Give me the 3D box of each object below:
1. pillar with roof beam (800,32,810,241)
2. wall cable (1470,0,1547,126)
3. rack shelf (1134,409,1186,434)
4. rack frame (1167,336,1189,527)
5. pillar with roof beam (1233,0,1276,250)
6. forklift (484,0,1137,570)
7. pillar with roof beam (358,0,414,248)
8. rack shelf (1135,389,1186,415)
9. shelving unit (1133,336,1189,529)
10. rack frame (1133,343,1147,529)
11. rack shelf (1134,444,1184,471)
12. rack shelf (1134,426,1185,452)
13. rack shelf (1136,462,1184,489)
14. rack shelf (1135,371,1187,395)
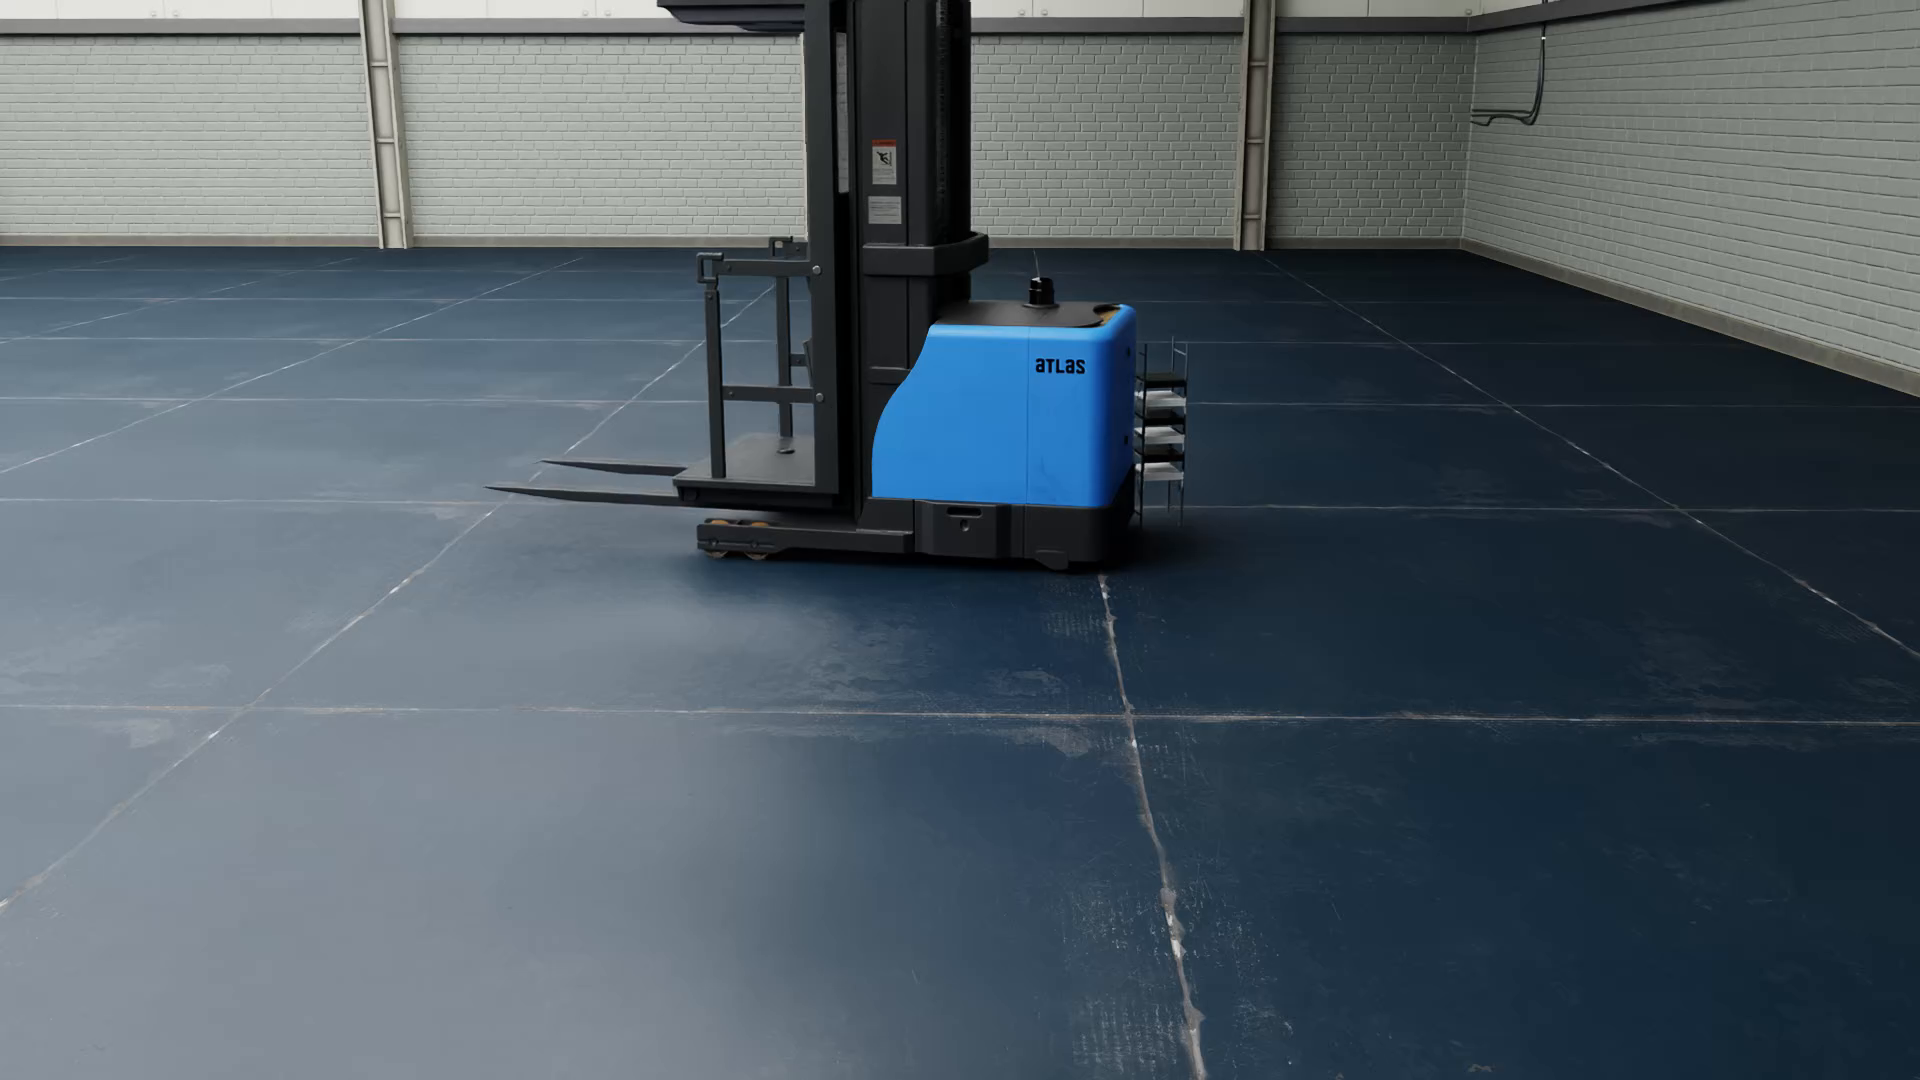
[{"bbox_3d":[-2.074,-7.352,18.067,0.400,9.000,9.100,0,15,1],"label":"pillar with roof beam"},{"bbox_3d":[6.945,-6.553,21.125,0.112,2.526,3.097,0,15,1],"label":"wall cable"},{"bbox_3d":[0.956,-0.578,8.045,0.200,0.077,0.258,-3,15,-10],"label":"rack shelf"},{"bbox_3d":[1.057,-0.528,8.076,0.006,0.900,0.240,-3,15,-10],"label":"rack frame"},{"bbox_3d":[3.924,-7.313,17.918,0.400,9.000,9.100,0,15,1],"label":"pillar with roof beam"},{"bbox_3d":[-0.723,-1.458,7.622,3.031,2.935,1.130,3,15,12],"label":"forklift"},{"bbox_3d":[-8.073,-7.391,18.215,0.400,9.000,9.100,0,15,1],"label":"pillar with roof beam"},{"bbox_3d":[0.956,-0.665,8.022,0.200,0.077,0.258,-3,15,-10],"label":"rack shelf"},{"bbox_3d":[0.956,-0.523,8.059,0.210,0.900,0.258,-3,15,-10],"label":"shelving unit"},{"bbox_3d":[0.856,-0.519,8.042,0.006,0.900,0.240,-3,15,-10],"label":"rack frame"},{"bbox_3d":[0.956,-0.404,8.091,0.200,0.077,0.258,-3,15,-10],"label":"rack shelf"},{"bbox_3d":[0.956,-0.491,8.068,0.200,0.077,0.258,-3,15,-10],"label":"rack shelf"},{"bbox_3d":[0.956,-0.317,8.113,0.200,0.077,0.258,-3,15,-10],"label":"rack shelf"},{"bbox_3d":[0.956,-0.752,7.999,0.200,0.077,0.258,-3,15,-10],"label":"rack shelf"}]
